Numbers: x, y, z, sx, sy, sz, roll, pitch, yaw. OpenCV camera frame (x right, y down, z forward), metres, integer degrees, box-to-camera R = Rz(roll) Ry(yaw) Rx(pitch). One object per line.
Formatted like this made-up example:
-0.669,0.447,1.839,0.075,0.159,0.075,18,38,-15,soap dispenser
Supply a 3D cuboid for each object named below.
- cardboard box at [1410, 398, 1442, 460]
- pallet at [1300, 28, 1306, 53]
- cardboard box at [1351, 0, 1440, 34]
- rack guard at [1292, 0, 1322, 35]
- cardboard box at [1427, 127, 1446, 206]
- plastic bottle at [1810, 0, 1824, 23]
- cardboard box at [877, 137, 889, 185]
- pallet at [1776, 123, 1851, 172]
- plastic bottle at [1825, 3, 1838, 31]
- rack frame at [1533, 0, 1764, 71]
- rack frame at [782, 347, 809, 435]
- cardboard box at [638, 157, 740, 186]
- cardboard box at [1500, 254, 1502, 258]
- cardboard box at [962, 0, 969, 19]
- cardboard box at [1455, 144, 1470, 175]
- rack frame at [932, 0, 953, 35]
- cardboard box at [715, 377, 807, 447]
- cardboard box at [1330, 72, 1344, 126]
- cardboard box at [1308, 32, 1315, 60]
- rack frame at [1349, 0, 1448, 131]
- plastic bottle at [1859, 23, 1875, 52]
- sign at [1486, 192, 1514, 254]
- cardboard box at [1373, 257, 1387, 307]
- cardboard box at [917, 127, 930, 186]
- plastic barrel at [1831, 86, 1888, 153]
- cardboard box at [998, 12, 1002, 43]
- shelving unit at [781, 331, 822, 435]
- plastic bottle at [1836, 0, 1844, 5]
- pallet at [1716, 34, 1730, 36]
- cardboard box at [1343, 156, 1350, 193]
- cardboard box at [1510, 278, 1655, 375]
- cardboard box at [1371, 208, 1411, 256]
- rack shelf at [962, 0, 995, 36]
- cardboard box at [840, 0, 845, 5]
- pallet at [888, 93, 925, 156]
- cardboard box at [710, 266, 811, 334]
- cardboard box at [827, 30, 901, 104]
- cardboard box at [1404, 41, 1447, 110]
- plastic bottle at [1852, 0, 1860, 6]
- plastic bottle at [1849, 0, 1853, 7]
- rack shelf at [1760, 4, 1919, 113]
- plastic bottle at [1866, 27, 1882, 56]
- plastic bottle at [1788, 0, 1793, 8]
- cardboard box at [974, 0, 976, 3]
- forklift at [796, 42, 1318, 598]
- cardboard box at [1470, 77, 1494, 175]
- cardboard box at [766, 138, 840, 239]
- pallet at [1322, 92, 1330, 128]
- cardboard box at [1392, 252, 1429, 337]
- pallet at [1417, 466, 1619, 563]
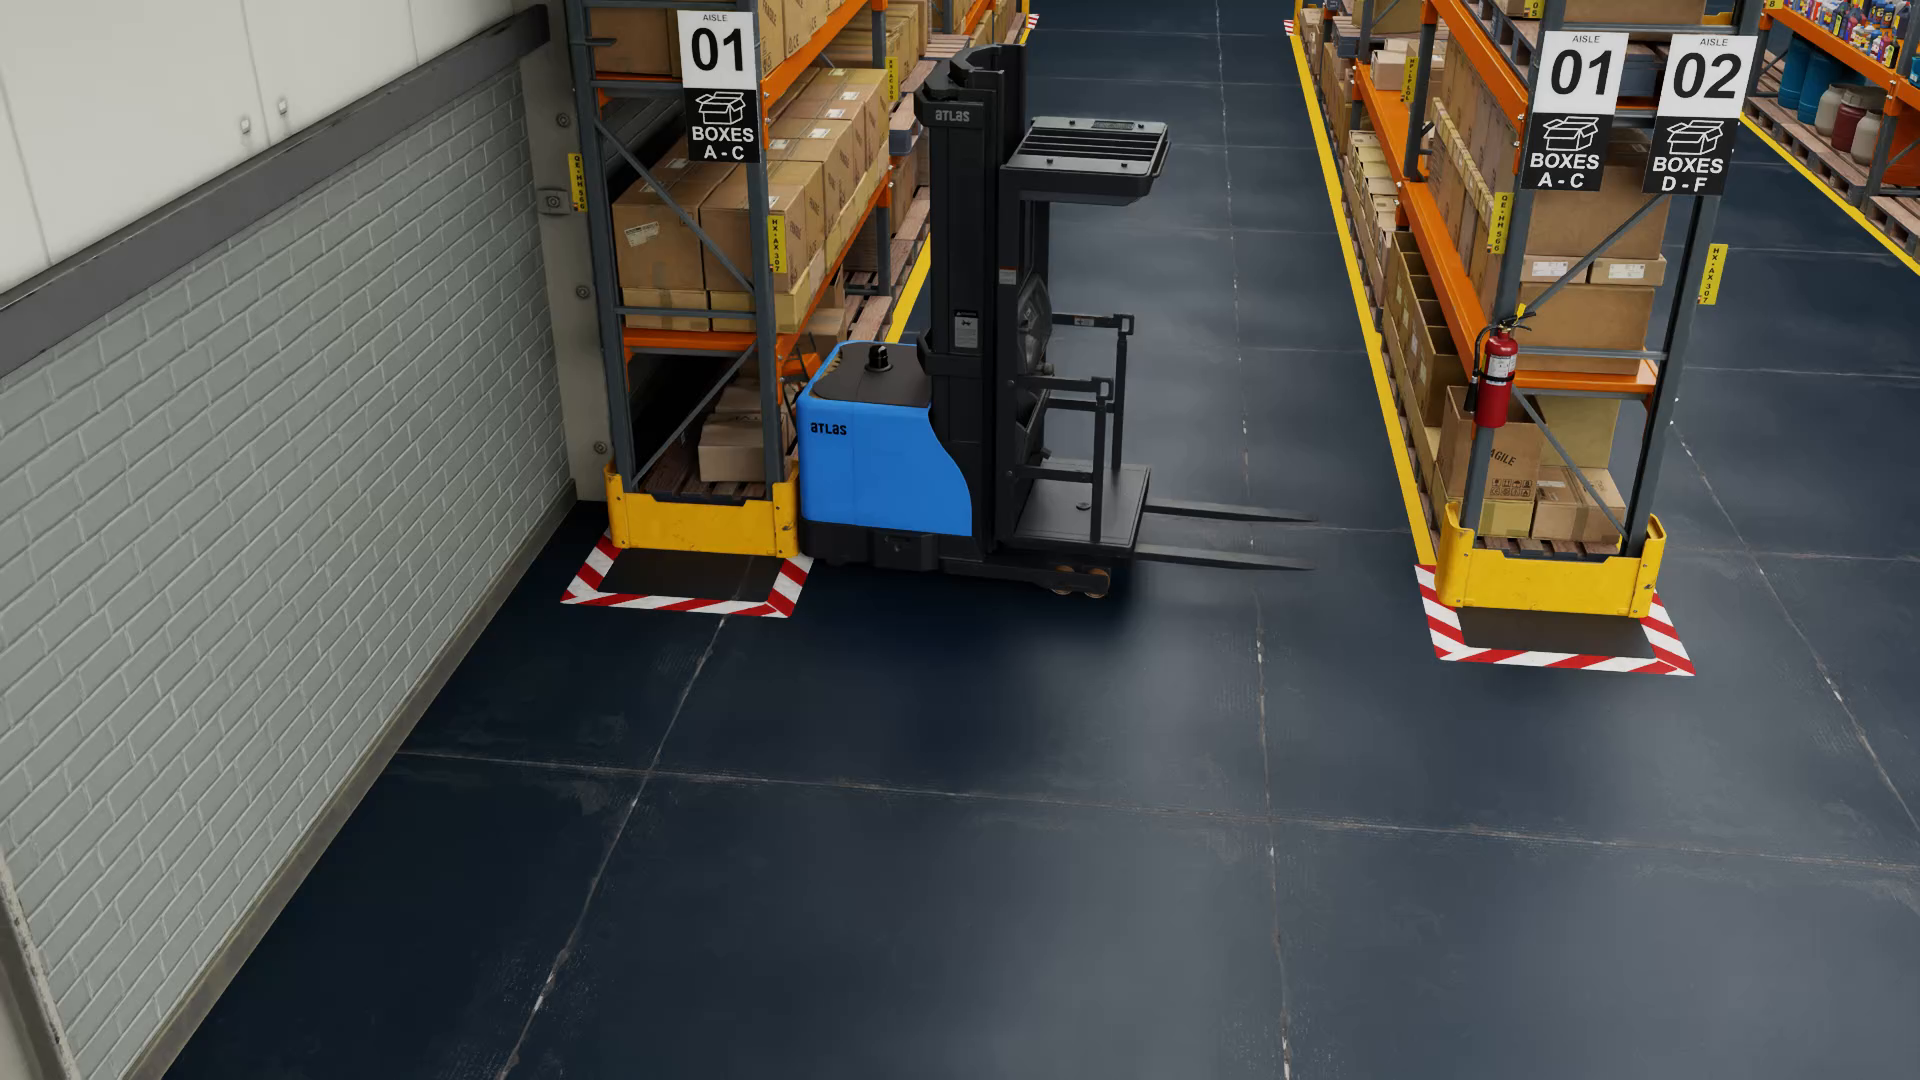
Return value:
3.243,-0.717,10.875,0.500,0.250,0.500,3,28,6,cardboard box
5.216,-6.894,22.825,1.003,0.211,1.213,3,28,6,pallet
4.307,-5.299,16.376,0.700,0.500,0.500,-6,29,-11,cardboard box
5.313,-7.397,23.453,1.175,0.500,0.348,3,28,6,rack guard
3.804,-2.719,12.030,0.700,0.500,0.500,3,28,5,cardboard box
9.199,-5.674,17.751,0.152,0.276,0.135,3,28,6,plastic bottle
-0.822,-2.873,12.557,0.500,0.250,0.500,3,29,6,cardboard box
9.465,-4.196,17.817,1.003,0.211,1.213,3,28,6,pallet
9.117,-5.464,17.366,0.097,0.271,0.097,0,28,0,plastic bottle
3.362,-3.643,7.524,1.000,3.000,0.127,3,28,6,rack frame
-0.949,-0.716,10.427,0.200,1.050,0.008,-6,28,20,rack frame
-1.637,-2.031,10.204,0.500,0.500,0.500,4,29,7,cardboard box
3.250,-1.646,9.352,0.380,0.149,0.250,4,29,7,cardboard box
-0.188,-5.697,17.222,0.500,0.500,0.500,4,29,8,cardboard box
3.473,-2.492,10.924,0.380,0.149,0.250,3,28,5,cardboard box
-0.575,-5.054,16.468,1.000,3.000,0.127,3,28,6,rack frame
-1.311,-0.887,11.104,0.500,0.311,0.500,6,29,10,cardboard box
4.345,-4.806,18.179,0.500,0.500,0.500,2,28,4,cardboard box
4.712,-6.298,21.149,0.500,0.311,0.500,3,28,6,cardboard box
4.342,-4.767,15.937,1.000,3.000,0.127,3,28,6,rack frame
8.992,-4.982,16.470,0.097,0.271,0.097,0,28,0,plastic bottle
2.825,-1.654,8.687,0.100,0.325,0.005,3,28,6,sign
3.615,-2.071,13.388,0.500,0.250,0.500,3,28,6,cardboard box
-0.611,-3.805,16.322,0.700,0.500,0.500,4,29,7,cardboard box
9.439,-4.364,17.287,0.600,0.588,0.708,3,28,6,plastic barrel
0.173,-6.603,21.537,0.700,0.500,0.500,3,28,6,cardboard box
-0.919,-0.777,10.529,0.215,1.050,0.252,-6,28,20,shelving unit
9.350,-5.666,17.735,0.152,0.276,0.135,3,28,6,plastic bottle
10.098,-6.630,22.334,1.003,0.211,1.213,3,28,6,pallet
3.986,-3.512,16.063,0.500,0.250,0.500,3,28,6,cardboard box
3.431,-1.265,9.330,0.700,0.500,0.500,3,28,6,cardboard box
3.674,-2.558,13.701,0.500,0.311,0.500,4,29,8,cardboard box
-0.330,-5.678,18.386,1.077,0.370,4.000,3,28,6,rack shelf
-0.987,-3.792,10.836,0.500,0.500,0.500,2,28,4,cardboard box
-0.827,-3.438,13.670,1.003,0.211,1.213,3,28,6,pallet
-1.180,-1.442,9.901,0.500,0.250,0.500,3,28,5,cardboard box
-0.893,-3.909,13.773,0.700,0.500,0.500,6,29,11,cardboard box
4.152,-4.021,14.445,0.500,0.500,0.500,2,28,3,cardboard box
9.817,-5.896,18.083,0.144,0.351,0.185,3,28,6,plastic bottle
10.020,-6.102,18.544,0.152,0.276,0.135,3,28,6,plastic bottle
9.502,-5.103,17.317,1.077,0.370,4.000,3,28,6,rack shelf
8.968,-4.890,16.300,0.097,0.271,0.097,0,28,0,plastic bottle
9.267,-6.007,18.447,0.097,0.201,0.097,0,28,0,plastic bottle
0.001,-6.181,18.804,0.380,0.149,0.250,3,28,6,cardboard box
0.612,-1.230,9.444,3.031,2.935,1.130,6,29,10,forklift
3.619,-2.582,10.406,0.700,0.500,0.500,3,28,6,cardboard box
-1.058,-2.243,10.597,0.500,0.500,0.500,2,28,5,cardboard box
4.770,-5.038,19.378,1.003,0.211,1.213,3,28,6,pallet
3.431,-1.753,12.007,0.500,0.500,0.500,3,28,6,cardboard box
3.414,-0.137,10.281,1.003,0.211,1.213,3,28,6,pallet
